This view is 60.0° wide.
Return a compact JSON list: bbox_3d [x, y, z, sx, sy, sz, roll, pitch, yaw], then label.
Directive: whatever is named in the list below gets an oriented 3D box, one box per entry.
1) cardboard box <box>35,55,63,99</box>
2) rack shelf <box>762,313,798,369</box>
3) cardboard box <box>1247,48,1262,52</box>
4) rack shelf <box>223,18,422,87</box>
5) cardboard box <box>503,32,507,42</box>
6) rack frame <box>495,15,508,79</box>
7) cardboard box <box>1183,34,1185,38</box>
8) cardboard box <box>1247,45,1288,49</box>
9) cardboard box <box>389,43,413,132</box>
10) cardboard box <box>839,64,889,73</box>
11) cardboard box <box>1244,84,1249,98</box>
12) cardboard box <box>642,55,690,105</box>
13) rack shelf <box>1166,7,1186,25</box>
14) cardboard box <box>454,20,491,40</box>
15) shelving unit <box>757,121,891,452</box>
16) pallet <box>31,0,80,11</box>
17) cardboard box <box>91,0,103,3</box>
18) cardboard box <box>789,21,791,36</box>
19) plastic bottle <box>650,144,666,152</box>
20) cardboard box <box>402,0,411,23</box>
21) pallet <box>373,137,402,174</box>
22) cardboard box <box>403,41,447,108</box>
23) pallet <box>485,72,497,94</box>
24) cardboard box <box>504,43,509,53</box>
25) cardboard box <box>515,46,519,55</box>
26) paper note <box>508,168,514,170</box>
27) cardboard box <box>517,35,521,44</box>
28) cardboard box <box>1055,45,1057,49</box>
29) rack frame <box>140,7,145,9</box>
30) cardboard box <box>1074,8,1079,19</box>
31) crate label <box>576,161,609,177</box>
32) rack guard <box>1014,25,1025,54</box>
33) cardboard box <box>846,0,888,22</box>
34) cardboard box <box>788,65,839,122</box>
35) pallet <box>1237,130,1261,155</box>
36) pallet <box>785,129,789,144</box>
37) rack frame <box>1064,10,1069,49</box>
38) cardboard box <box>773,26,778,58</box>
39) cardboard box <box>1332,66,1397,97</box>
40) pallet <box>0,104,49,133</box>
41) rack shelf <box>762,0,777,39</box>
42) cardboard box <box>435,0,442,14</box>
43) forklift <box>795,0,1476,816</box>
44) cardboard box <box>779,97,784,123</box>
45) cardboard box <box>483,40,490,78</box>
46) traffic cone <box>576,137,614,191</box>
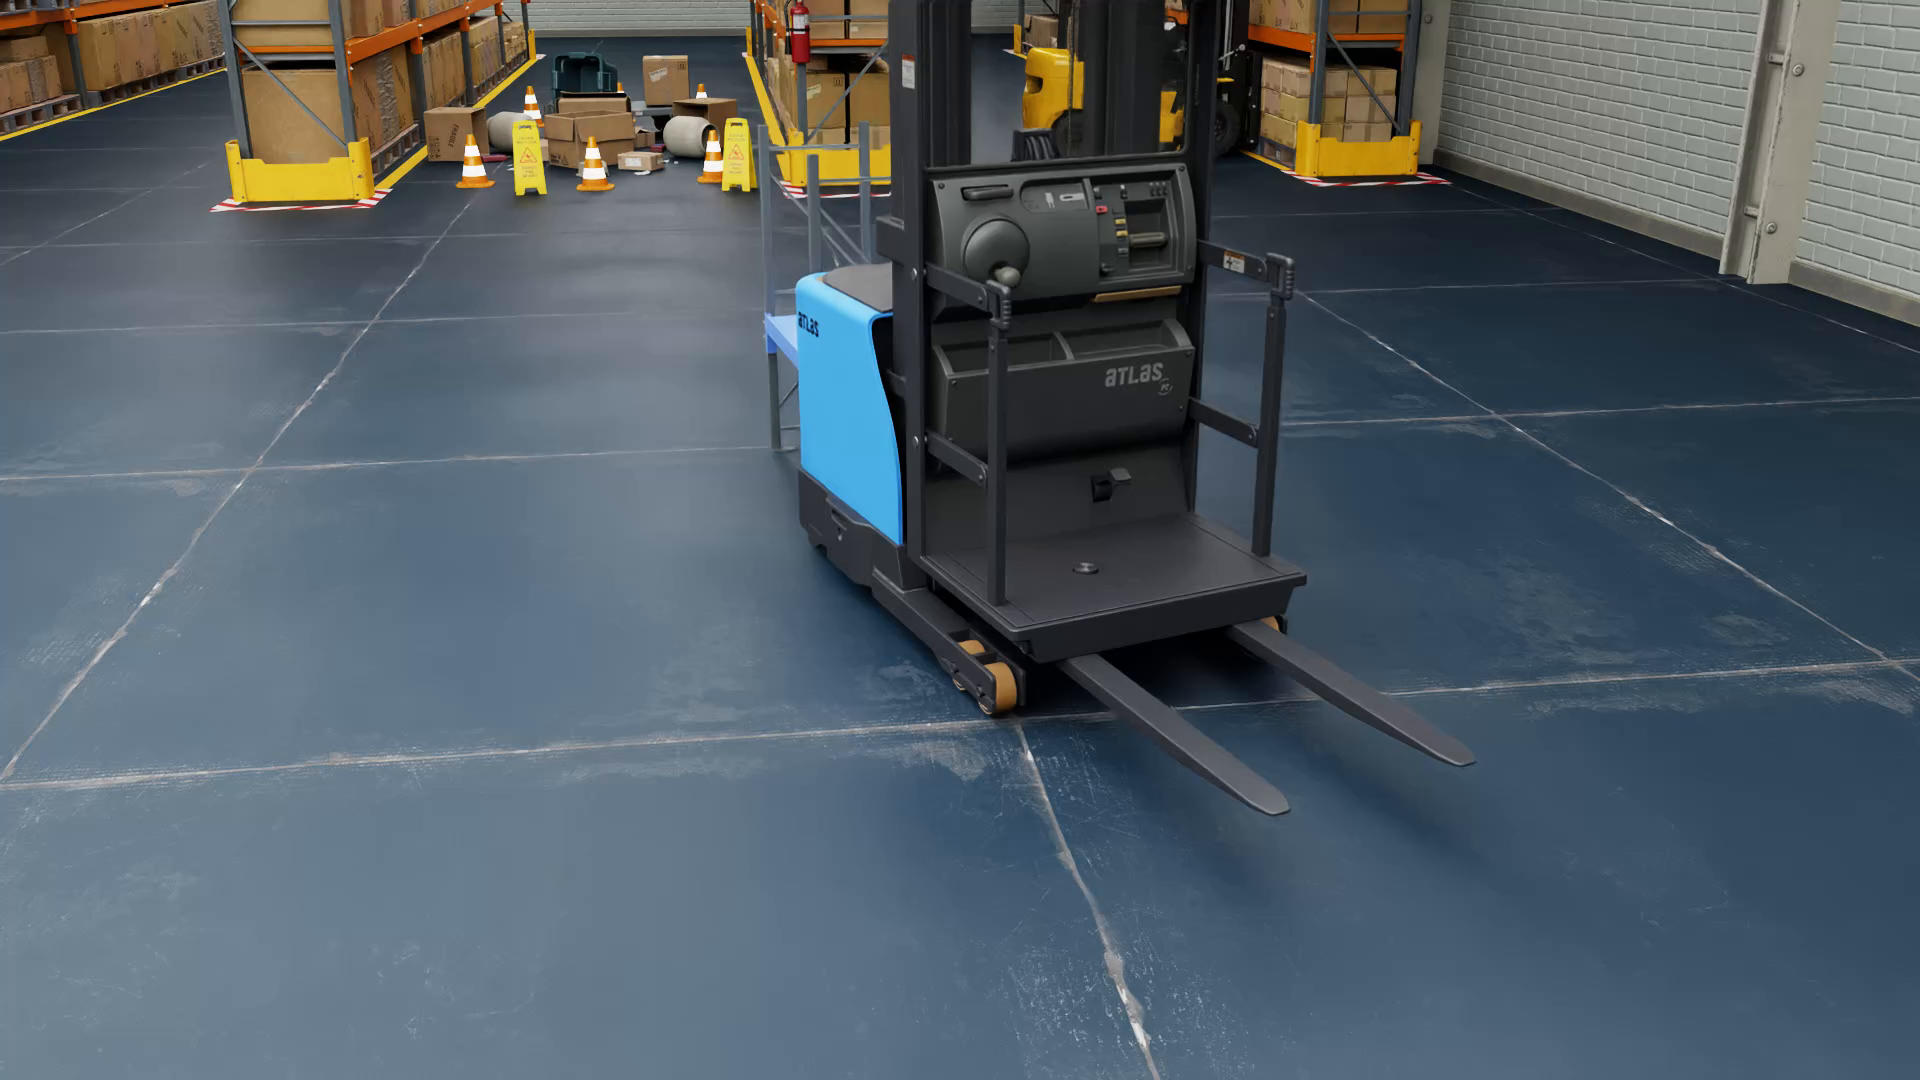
[{"bbox_3d":[-11.854,-5.853,21.045,0.700,0.500,0.500,-4,21,-11],"label":"cardboard box"},{"bbox_3d":[-0.501,-0.809,7.252,0.538,0.185,1.000,-6,21,-16],"label":"rack shelf"},{"bbox_3d":[3.147,-5.432,18.873,0.500,0.250,0.500,-3,21,-8],"label":"cardboard box"},{"bbox_3d":[-6.183,-4.850,16.443,1.077,0.370,4.000,-3,21,-8],"label":"rack shelf"},{"bbox_3d":[-7.450,-8.017,26.519,0.380,0.149,0.250,-2,21,-5],"label":"cardboard box"},{"bbox_3d":[-7.625,-8.649,25.587,1.000,3.000,0.127,-3,21,-8],"label":"rack frame"},{"bbox_3d":[2.823,-6.668,23.077,0.875,0.625,0.625,-2,21,-6],"label":"cardboard box"},{"bbox_3d":[3.586,-5.632,19.409,0.500,0.250,0.500,-3,21,-7],"label":"cardboard box"},{"bbox_3d":[-6.450,-4.860,17.877,0.875,0.875,0.875,-3,21,-7],"label":"cardboard box"},{"bbox_3d":[-0.937,-4.521,16.793,0.500,0.500,0.500,-4,21,-10],"label":"cardboard box"},{"bbox_3d":[3.295,-4.852,18.034,0.500,0.250,0.500,-3,21,-8],"label":"cardboard box"},{"bbox_3d":[-3.345,-5.248,18.970,0.500,0.500,0.500,-3,21,-8],"label":"cardboard box"},{"bbox_3d":[3.035,-6.771,21.587,1.077,0.370,4.000,-3,21,-8],"label":"rack shelf"},{"bbox_3d":[-7.116,-7.420,24.197,0.500,0.250,0.500,-4,21,-10],"label":"cardboard box"},{"bbox_3d":[-0.501,-0.977,7.189,0.538,1.500,1.048,-6,21,-16],"label":"shelving unit"},{"bbox_3d":[-11.763,-6.718,20.690,1.213,0.211,1.003,-3,21,-8],"label":"pallet"},{"bbox_3d":[-11.848,-7.457,22.250,0.500,0.500,0.500,-3,21,-9],"label":"cardboard box"},{"bbox_3d":[-1.423,-4.862,15.807,0.380,0.149,0.250,-3,21,-8],"label":"cardboard box"},{"bbox_3d":[-3.258,-4.246,17.998,0.133,0.061,0.283,1,20,2],"label":"plastic bottle"},{"bbox_3d":[-6.406,-5.823,17.804,0.875,0.550,0.550,-3,21,-8],"label":"cardboard box"},{"bbox_3d":[-6.260,-3.883,16.810,1.003,0.211,1.213,-3,21,-8],"label":"pallet"},{"bbox_3d":[-6.785,-5.567,19.949,1.050,0.750,0.750,-3,21,-8],"label":"cardboard box"},{"bbox_3d":[-7.332,-6.650,24.220,1.003,0.211,1.213,-3,21,-8],"label":"pallet"},{"bbox_3d":[-7.360,-7.792,26.340,0.380,0.149,0.250,-2,21,-5],"label":"cardboard box"},{"bbox_3d":[-7.662,-8.278,28.068,0.380,0.149,0.250,-3,21,-7],"label":"cardboard box"},{"bbox_3d":[-4.435,-3.717,16.627,0.144,0.017,0.142,4,21,11],"label":"paper note"},{"bbox_3d":[-7.679,-8.508,28.258,0.380,0.149,0.250,-3,21,-7],"label":"cardboard box"},{"bbox_3d":[1.799,-8.225,27.925,0.380,0.149,0.250,-4,21,-9],"label":"cardboard box"},{"bbox_3d":[-12.547,-8.434,25.011,1.000,3.000,0.127,-3,21,-8],"label":"rack frame"},{"bbox_3d":[2.044,-8.429,26.618,0.380,0.149,0.250,-4,21,-10],"label":"cardboard box"},{"bbox_3d":[-3.574,-3.617,16.206,0.250,0.136,0.298,-15,25,-35],"label":"crate label"},{"bbox_3d":[1.605,-9.373,31.098,1.175,0.500,0.348,-3,21,-8],"label":"rack guard"},{"bbox_3d":[-0.805,-5.143,15.632,0.500,0.500,0.500,-3,21,-9],"label":"cardboard box"},{"bbox_3d":[-1.463,-4.484,16.692,0.500,0.500,0.500,-2,21,-6],"label":"cardboard box"},{"bbox_3d":[3.576,-4.409,18.218,1.003,0.211,1.213,-3,21,-8],"label":"pallet"},{"bbox_3d":[-1.456,-4.627,18.803,1.003,0.211,1.213,-3,21,-8],"label":"pallet"},{"bbox_3d":[2.170,-9.186,27.023,1.000,3.000,0.127,-3,21,-8],"label":"rack frame"},{"bbox_3d":[-2.182,-6.994,23.591,0.875,0.875,0.875,-3,21,-8],"label":"cardboard box"},{"bbox_3d":[4.018,-4.584,16.603,0.500,0.250,0.500,-3,21,-9],"label":"cardboard box"},{"bbox_3d":[-11.687,-5.051,19.938,1.003,0.211,1.213,-3,21,-8],"label":"pallet"},{"bbox_3d":[-1.876,-6.520,20.913,1.077,0.370,4.000,-3,21,-8],"label":"rack shelf"},{"bbox_3d":[-6.424,-6.470,19.609,0.500,0.500,0.500,-3,21,-8],"label":"cardboard box"},{"bbox_3d":[0.443,-0.996,5.194,1.130,2.935,3.031,-9,22,-24],"label":"forklift"},{"bbox_3d":[-1.770,-4.855,18.757,0.500,0.250,0.500,-4,21,-10],"label":"cardboard box"},{"bbox_3d":[-7.052,-6.899,23.874,0.500,0.500,0.500,-3,21,-9],"label":"cardboard box"},{"bbox_3d":[-3.399,-3.501,15.428,0.336,0.463,0.334,-3,21,-8],"label":"traffic cone"}]
